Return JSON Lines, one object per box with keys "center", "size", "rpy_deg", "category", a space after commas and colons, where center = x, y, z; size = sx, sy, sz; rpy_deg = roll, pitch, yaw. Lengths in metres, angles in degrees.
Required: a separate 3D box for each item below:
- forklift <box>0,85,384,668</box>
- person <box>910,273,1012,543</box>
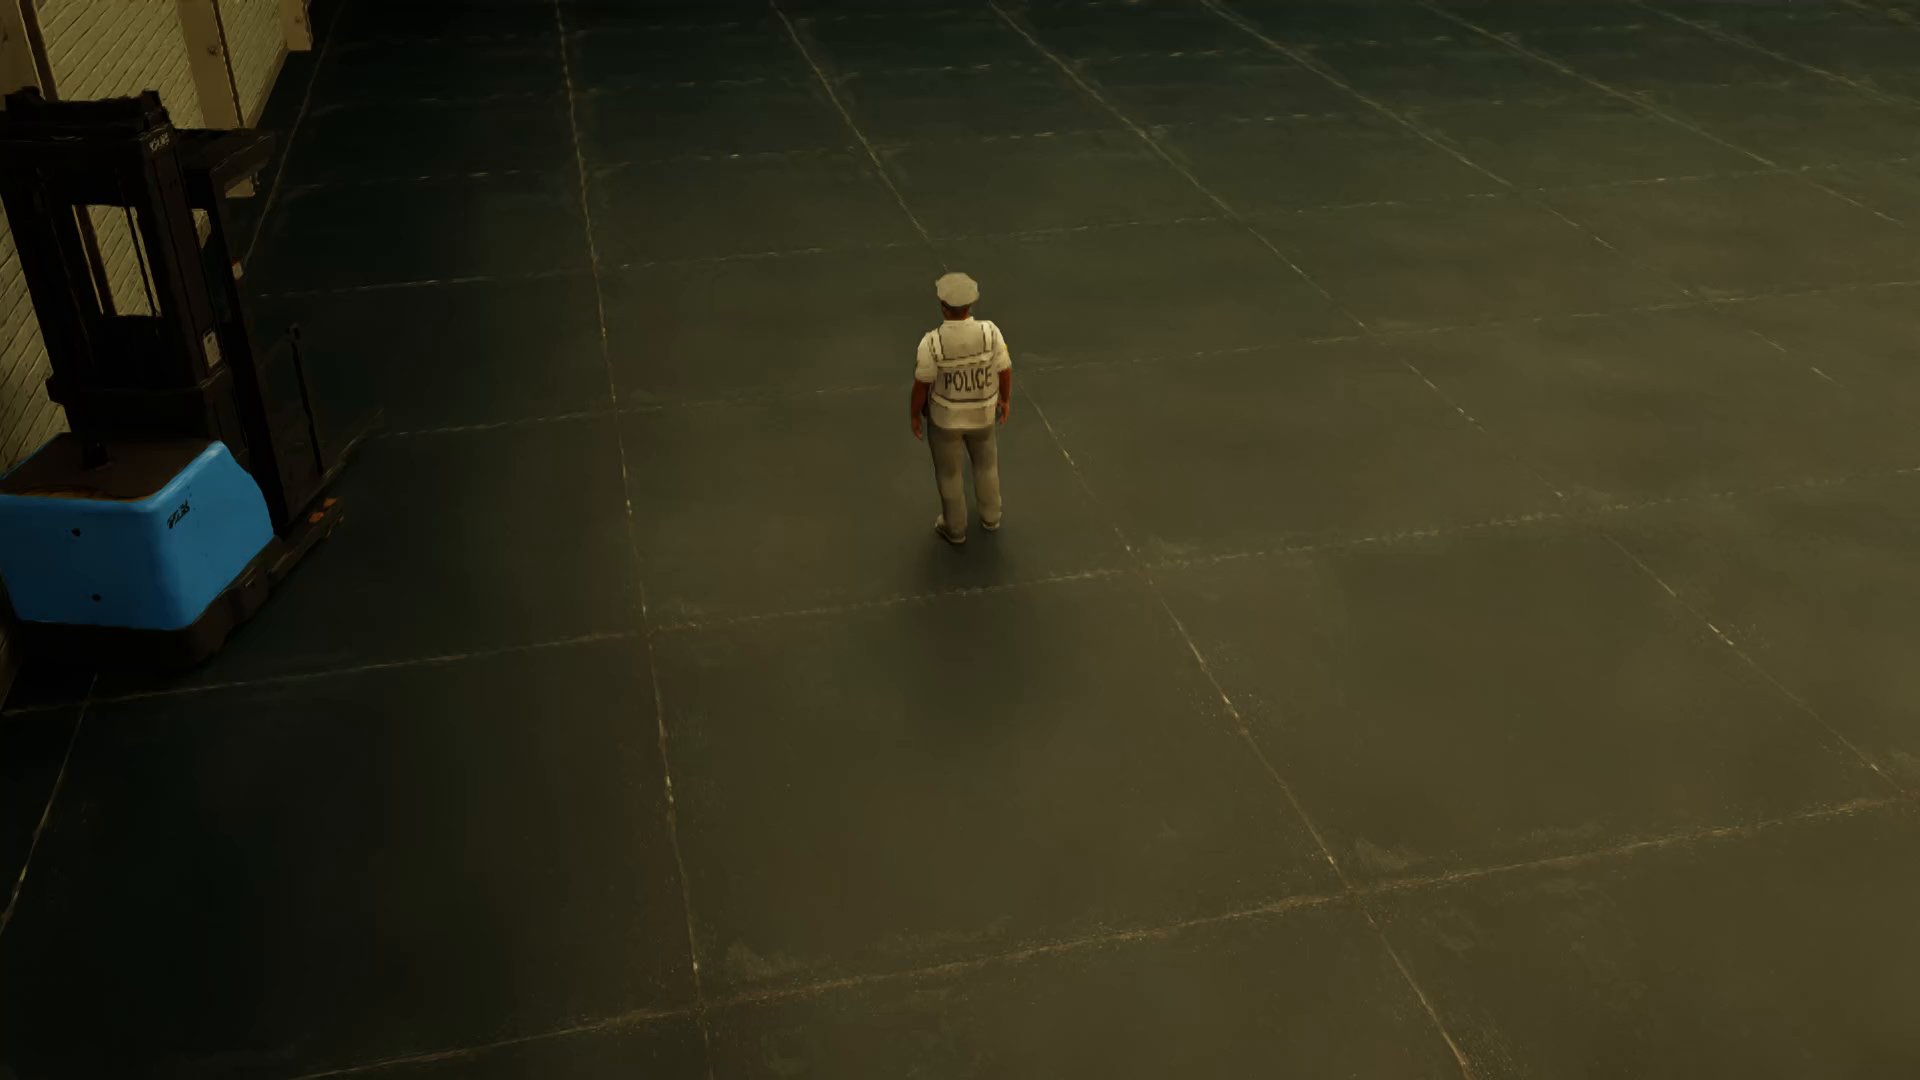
{"center": [-4.547, -1.281, 9.787], "size": [1.130, 2.935, 3.031], "rpy_deg": [3, 30, 6], "category": "forklift"}
{"center": [-0.007, -0.817, 10.118], "size": [0.640, 1.781, 0.574], "rpy_deg": [-7, 31, -12], "category": "person"}
